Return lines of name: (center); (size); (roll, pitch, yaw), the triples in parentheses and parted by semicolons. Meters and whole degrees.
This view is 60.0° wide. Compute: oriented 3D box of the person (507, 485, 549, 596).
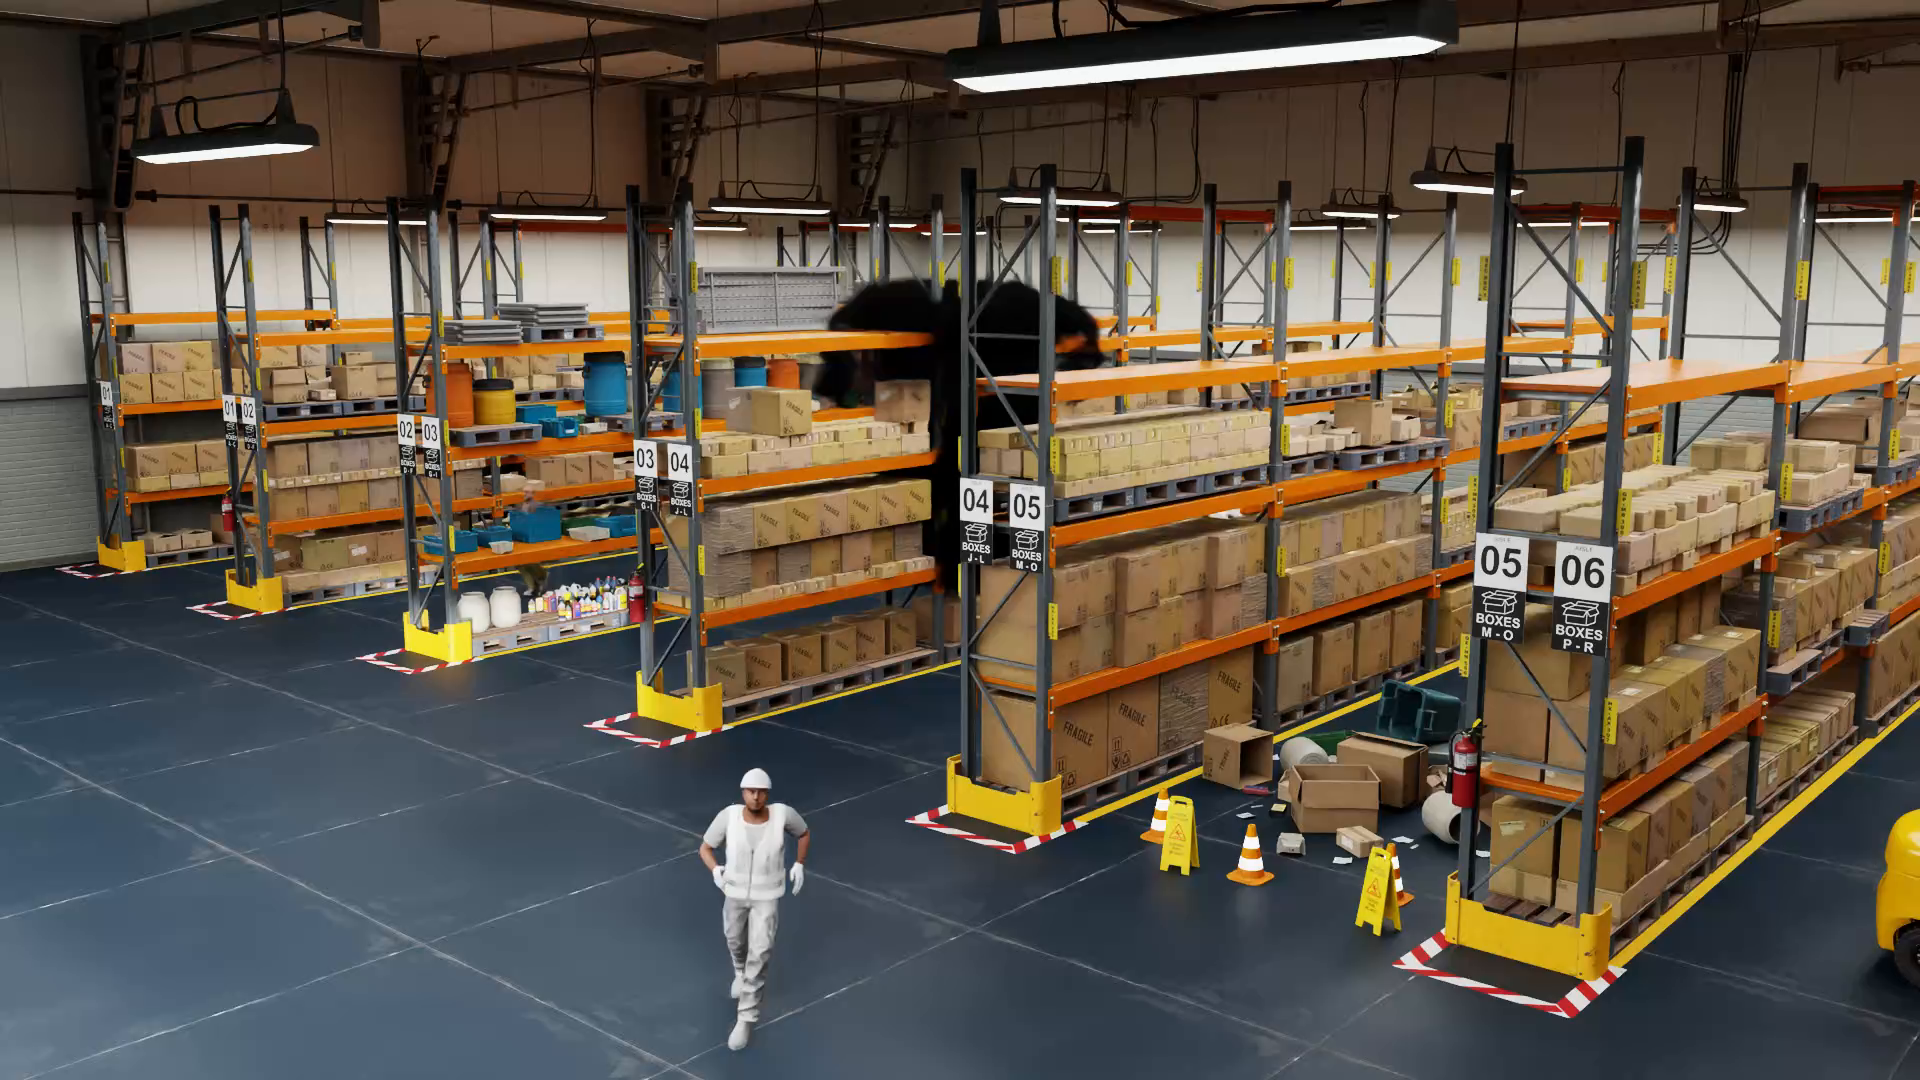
person: (-6.727, 0.012, 25.928); (0.703, 1.728, 0.652); (4, 10, 20)

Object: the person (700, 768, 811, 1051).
person: (-1.408, 2.425, 11.310); (0.721, 1.795, 0.947); (1, 9, 4)

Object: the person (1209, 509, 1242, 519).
person: (3.695, 0.057, 23.960); (0.695, 1.751, 0.725); (7, 12, 37)
